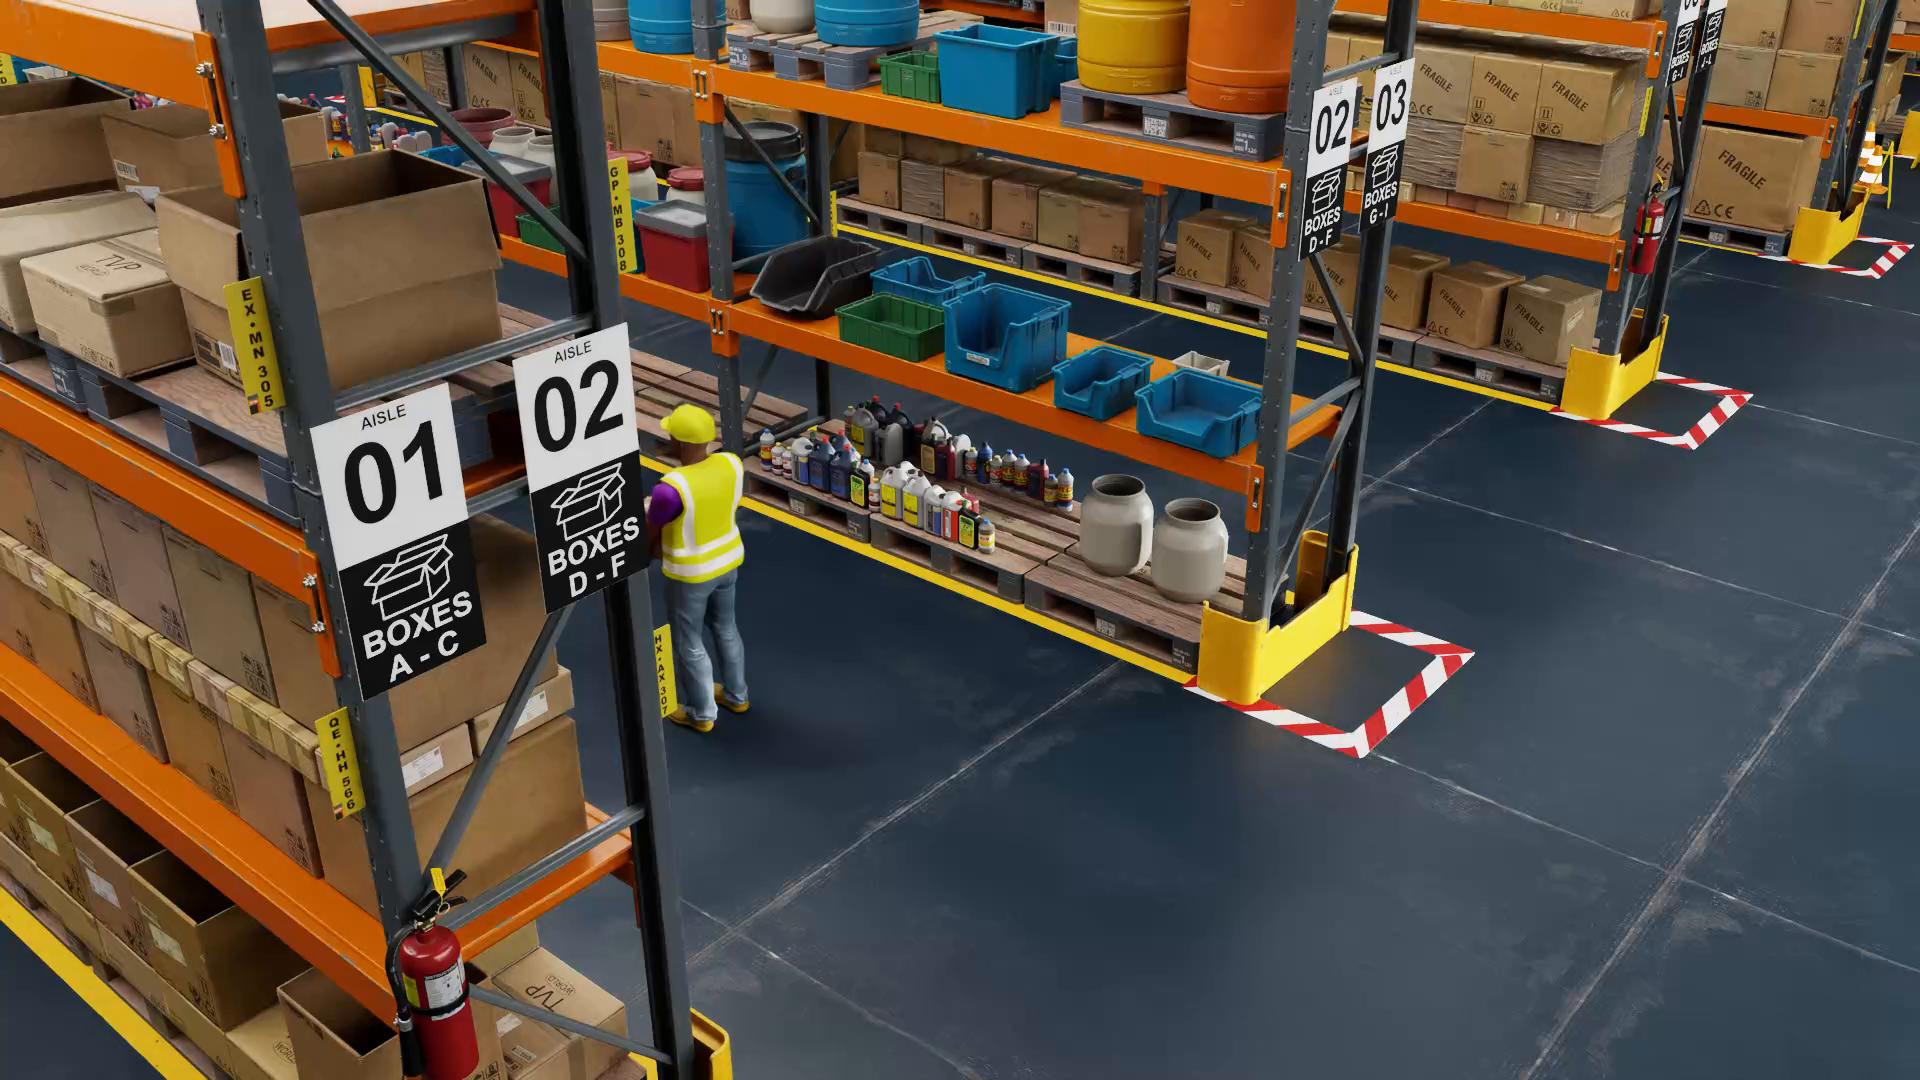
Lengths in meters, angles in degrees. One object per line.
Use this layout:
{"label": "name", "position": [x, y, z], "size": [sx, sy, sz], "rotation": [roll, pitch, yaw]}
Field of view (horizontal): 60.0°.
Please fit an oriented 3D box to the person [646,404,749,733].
{"label": "person", "position": [-1.383, 0.106, 8.388], "size": [0.571, 1.762, 0.505], "rotation": [21, 34, 35]}
